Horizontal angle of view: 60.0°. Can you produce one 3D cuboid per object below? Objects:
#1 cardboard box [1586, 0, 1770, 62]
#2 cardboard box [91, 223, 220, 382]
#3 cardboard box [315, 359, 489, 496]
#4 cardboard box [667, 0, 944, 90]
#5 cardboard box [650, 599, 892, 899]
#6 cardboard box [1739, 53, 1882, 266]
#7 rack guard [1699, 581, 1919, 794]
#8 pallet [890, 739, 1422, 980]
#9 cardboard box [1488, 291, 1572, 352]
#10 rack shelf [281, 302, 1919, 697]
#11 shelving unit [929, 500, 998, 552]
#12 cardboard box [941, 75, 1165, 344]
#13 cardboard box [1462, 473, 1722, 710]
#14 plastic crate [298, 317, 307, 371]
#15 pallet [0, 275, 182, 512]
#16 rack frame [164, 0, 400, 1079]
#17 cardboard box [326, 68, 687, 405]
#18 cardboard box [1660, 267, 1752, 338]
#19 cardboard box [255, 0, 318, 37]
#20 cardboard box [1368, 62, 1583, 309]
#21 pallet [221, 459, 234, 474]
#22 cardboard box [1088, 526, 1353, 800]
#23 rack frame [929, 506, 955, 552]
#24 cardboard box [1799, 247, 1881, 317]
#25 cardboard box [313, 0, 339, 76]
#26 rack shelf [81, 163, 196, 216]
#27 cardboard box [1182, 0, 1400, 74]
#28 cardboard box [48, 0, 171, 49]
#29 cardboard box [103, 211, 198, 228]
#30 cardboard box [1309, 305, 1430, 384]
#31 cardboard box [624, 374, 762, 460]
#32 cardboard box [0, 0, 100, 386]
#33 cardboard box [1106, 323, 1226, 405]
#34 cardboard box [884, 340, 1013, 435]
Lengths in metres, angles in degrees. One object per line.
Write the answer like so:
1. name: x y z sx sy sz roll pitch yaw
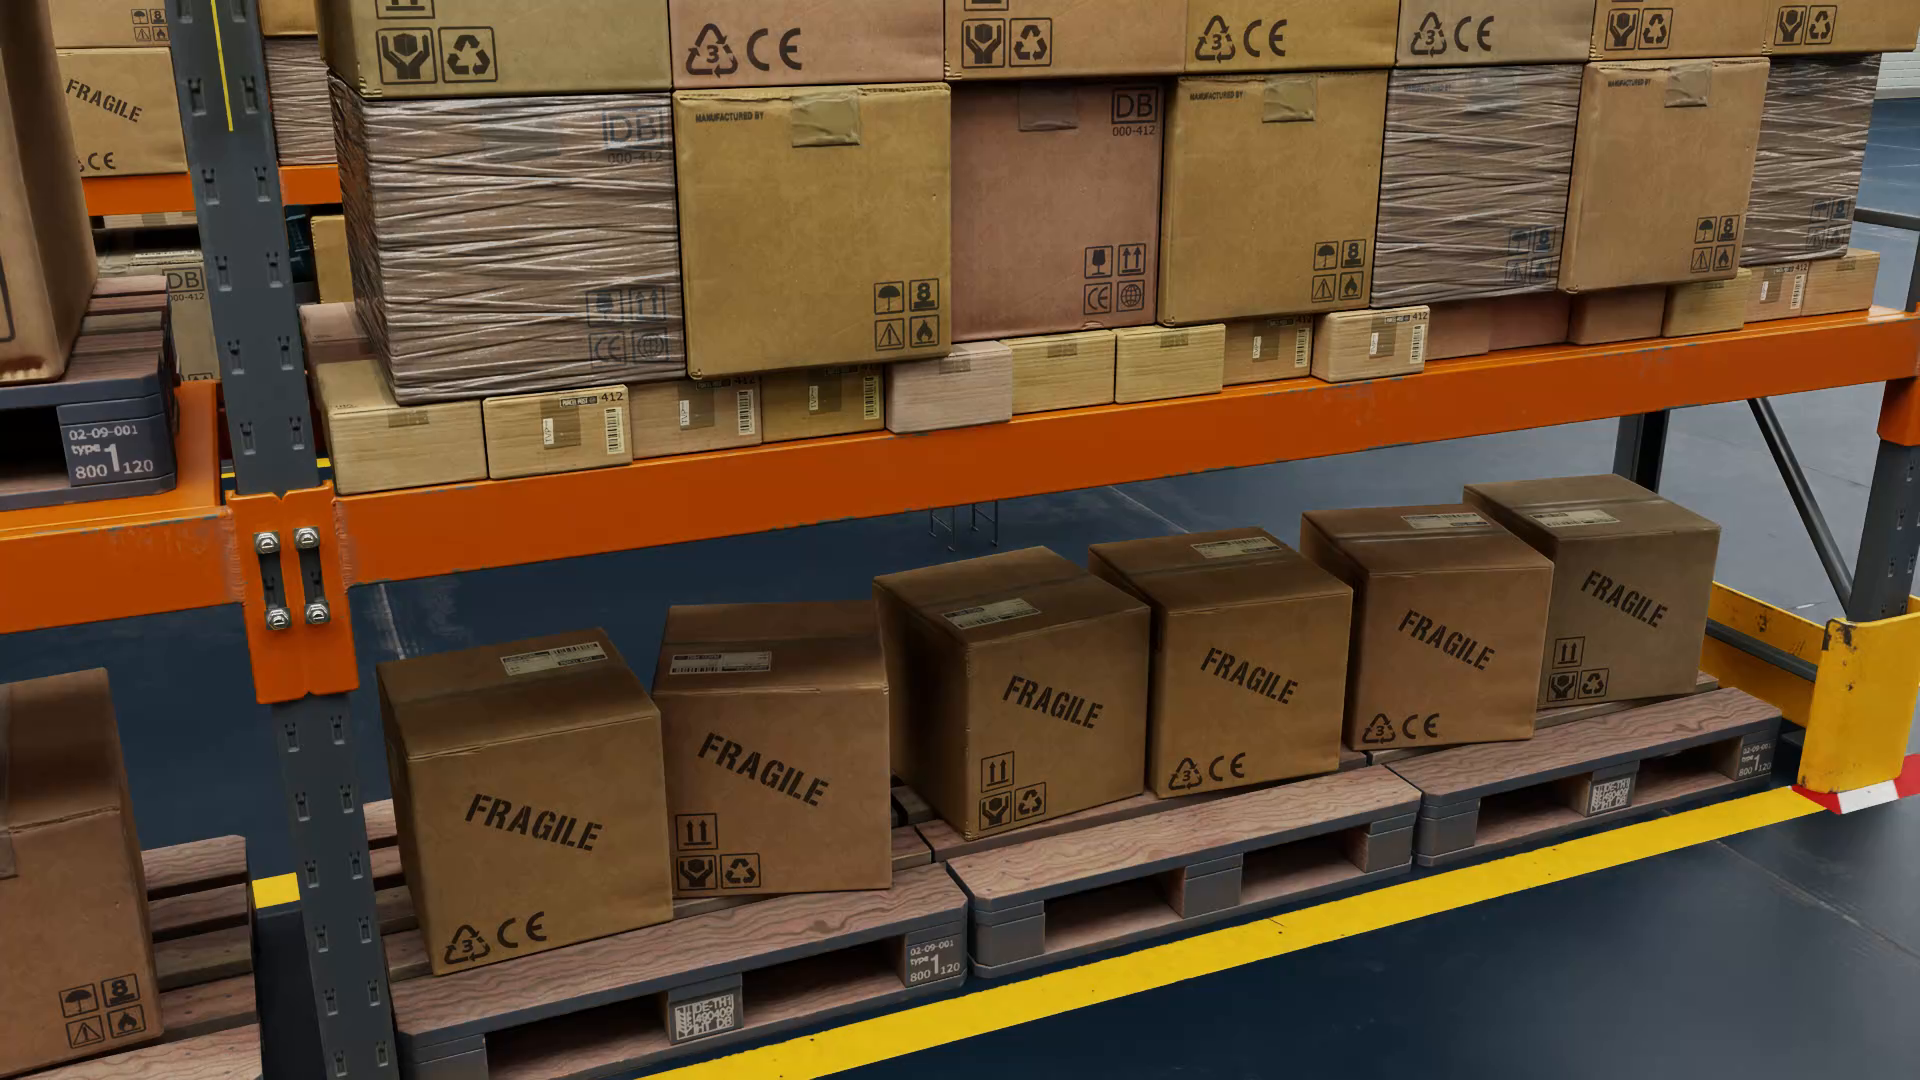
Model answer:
1. cardboard box: 1.482 -1.368 3.787 0.500 0.500 0.500 -8 21 -22
2. cardboard box: -3.733 -0.952 7.463 0.750 0.750 1.050 -8 21 -22
3. cardboard box: -1.010 -0.216 2.997 0.250 0.149 0.380 -8 21 -22
4. cardboard box: -0.355 -1.105 3.040 0.500 0.500 0.500 -8 21 -22
5. cardboard box: -0.421 0.465 3.816 0.500 0.500 0.500 -2 19 -5
6. cardboard box: 1.830 -1.048 4.382 0.500 0.500 0.875 -8 21 -22
7. rack guard: 2.276 0.265 5.017 0.348 0.500 1.175 -8 21 -22
8. pallet: 0.398 0.656 4.340 1.213 0.211 1.003 -8 21 -22
9. cardboard box: 1.245 -0.575 4.018 0.250 0.149 0.380 -8 21 -22
10. rack shelf: 0.509 -0.322 4.002 4.000 0.370 1.077 -8 21 -22
11. shelving unit: 0.013 -0.568 6.328 0.189 1.200 0.258 -8 21 -22
12. cardboard box: 0.003 -0.777 3.615 0.500 0.500 0.875 -8 21 -22
13. cardboard box: 1.766 0.134 4.757 0.500 0.500 0.500 -4 20 -12
14. plastic crate: -3.558 -1.047 9.126 0.662 0.188 0.450 2 30 6
15. pallet: -2.086 -0.251 3.008 1.213 0.211 1.003 -8 21 -22
16. rack frame: -1.327 -0.398 3.136 0.127 3.000 1.000 -8 21 -22
17. cardboard box: -0.889 -0.626 3.184 0.500 0.500 0.875 -8 21 -22
18. cardboard box: 1.727 -0.624 4.156 0.250 0.149 0.380 -8 21 -22
19. cardboard box: -2.846 -2.542 7.373 0.550 0.550 0.875 -8 21 -22
20. cardboard box: 0.942 -0.893 3.942 0.500 0.500 0.875 -8 21 -22
21. pallet: -3.877 -0.484 7.579 1.213 0.211 1.003 -8 21 -22
22. cardboard box: 0.648 0.300 4.286 0.500 0.500 0.500 -6 20 -17
23. rack frame: -0.071 -0.556 6.294 0.006 1.200 0.240 -8 21 -22
24. cardboard box: 2.166 -0.705 4.387 0.250 0.149 0.380 -8 21 -22
25. cardboard box: -1.023 -1.200 3.310 0.500 0.500 0.500 -8 21 -22
26. rack shelf: -5.035 -1.321 6.841 4.000 0.370 1.077 -8 21 -22
27. cardboard box: 0.559 -1.240 3.422 0.500 0.500 0.500 -8 21 -22
28. cardboard box: -3.652 -2.375 7.096 0.500 0.500 0.700 -9 21 -23
29. cardboard box: -5.733 -2.309 11.887 0.625 0.372 0.950 -8 21 -21
30. cardboard box: 0.830 -0.476 3.735 0.250 0.149 0.380 -8 21 -22
31. cardboard box: -0.557 -0.286 3.197 0.250 0.149 0.380 -8 21 -22
32. cardboard box: -2.112 -0.817 2.791 1.000 1.000 1.000 -8 21 -22
33. cardboard box: 0.362 -0.417 3.569 0.250 0.149 0.380 -8 21 -22
34. cardboard box: -0.085 -0.342 3.356 0.250 0.149 0.380 -8 21 -22
